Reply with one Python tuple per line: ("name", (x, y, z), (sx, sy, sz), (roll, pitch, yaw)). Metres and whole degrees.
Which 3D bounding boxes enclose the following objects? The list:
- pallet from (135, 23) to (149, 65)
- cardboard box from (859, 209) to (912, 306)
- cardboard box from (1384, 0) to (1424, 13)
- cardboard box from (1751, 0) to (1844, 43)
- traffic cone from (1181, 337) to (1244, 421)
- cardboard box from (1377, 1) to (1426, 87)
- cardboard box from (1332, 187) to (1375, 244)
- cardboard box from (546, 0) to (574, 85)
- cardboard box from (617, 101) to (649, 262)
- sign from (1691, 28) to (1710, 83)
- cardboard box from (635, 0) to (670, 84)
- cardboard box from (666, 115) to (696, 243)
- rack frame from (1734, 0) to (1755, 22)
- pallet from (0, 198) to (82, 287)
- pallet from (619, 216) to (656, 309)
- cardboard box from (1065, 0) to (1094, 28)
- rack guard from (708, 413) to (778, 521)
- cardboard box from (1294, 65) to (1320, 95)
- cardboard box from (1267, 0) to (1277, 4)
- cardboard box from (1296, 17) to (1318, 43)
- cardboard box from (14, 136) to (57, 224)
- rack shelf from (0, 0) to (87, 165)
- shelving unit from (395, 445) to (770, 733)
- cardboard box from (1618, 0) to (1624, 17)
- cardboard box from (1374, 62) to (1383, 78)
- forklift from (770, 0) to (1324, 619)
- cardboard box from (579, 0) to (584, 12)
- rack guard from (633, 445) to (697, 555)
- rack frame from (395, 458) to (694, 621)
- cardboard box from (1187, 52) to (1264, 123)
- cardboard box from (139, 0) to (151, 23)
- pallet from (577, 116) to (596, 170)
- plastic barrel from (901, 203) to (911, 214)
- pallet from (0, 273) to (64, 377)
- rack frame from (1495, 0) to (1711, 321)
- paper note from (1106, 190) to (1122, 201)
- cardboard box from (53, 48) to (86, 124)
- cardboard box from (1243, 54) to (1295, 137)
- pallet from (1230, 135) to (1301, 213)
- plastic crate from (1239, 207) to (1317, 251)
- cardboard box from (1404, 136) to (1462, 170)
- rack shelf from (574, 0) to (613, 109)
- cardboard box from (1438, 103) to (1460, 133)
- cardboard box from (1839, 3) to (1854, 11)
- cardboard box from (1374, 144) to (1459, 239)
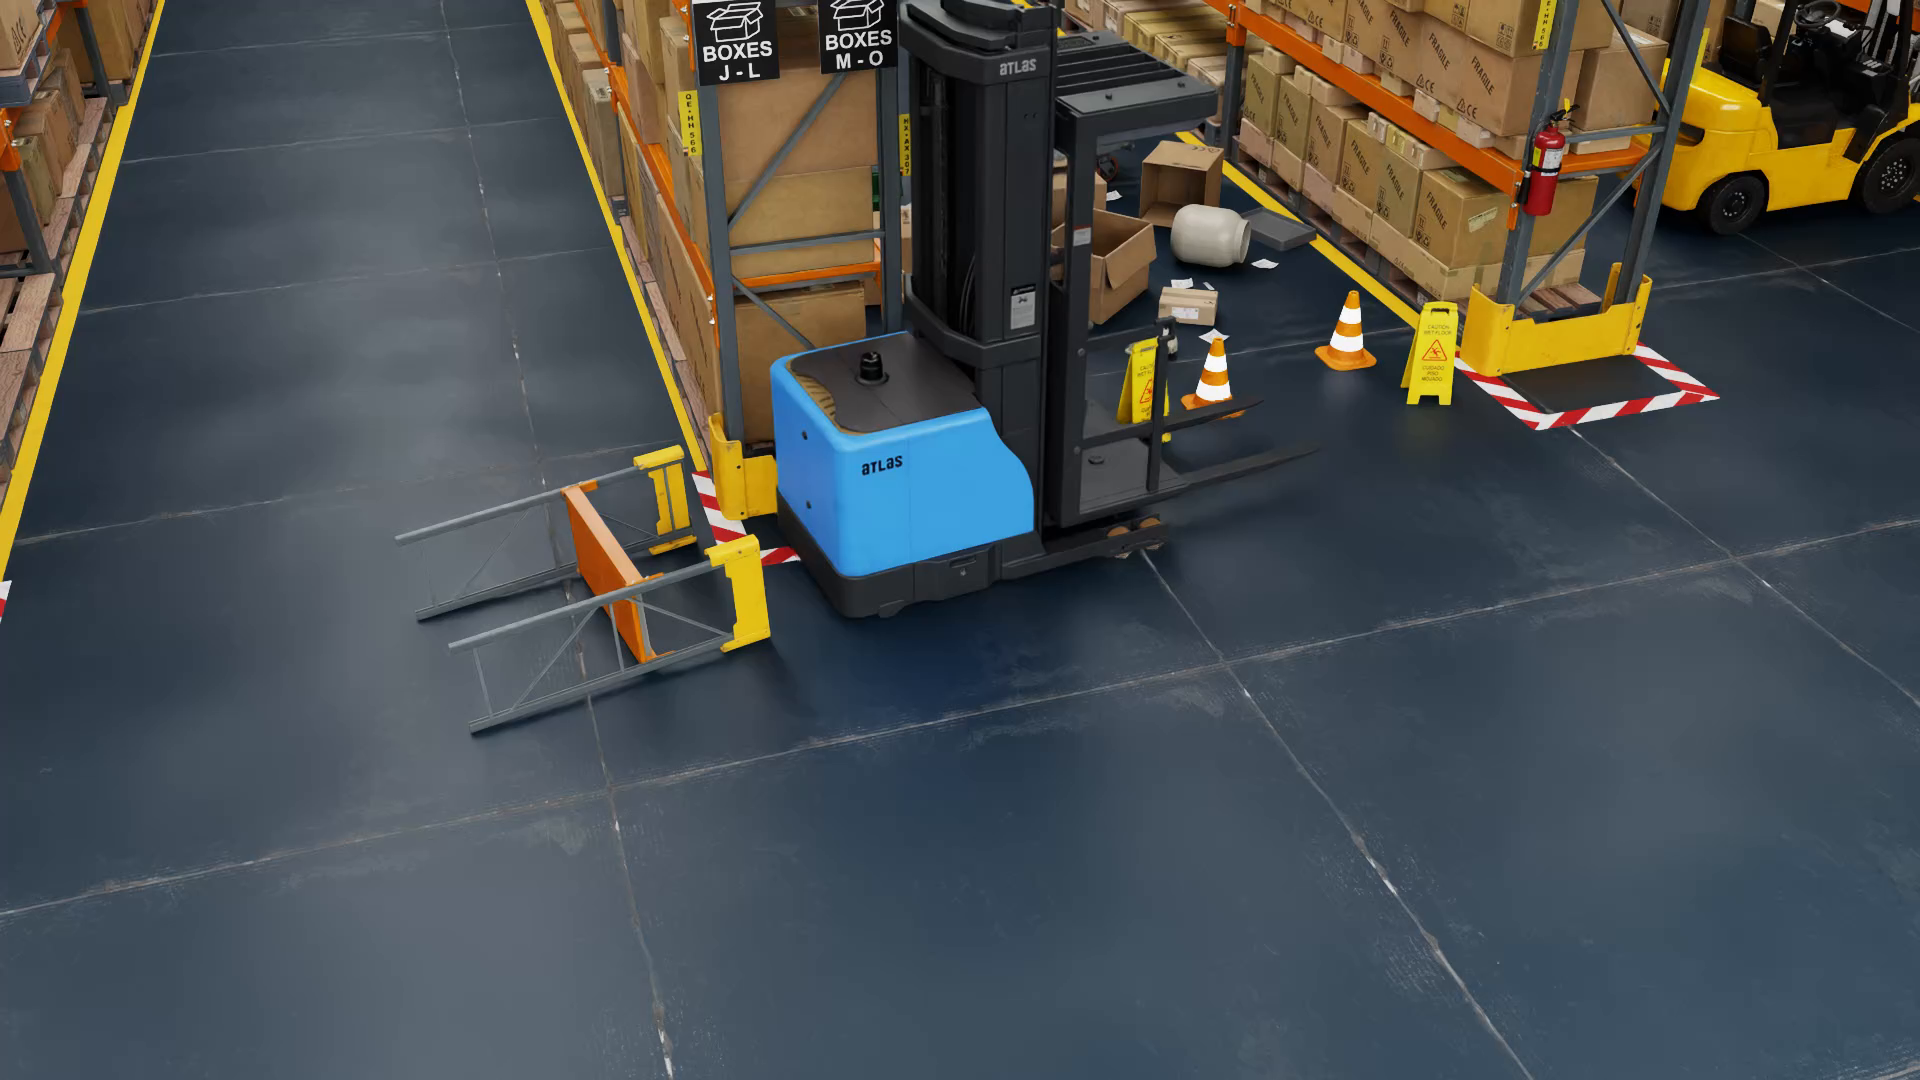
("pallet", (-8.535, -4.873, 16.252), (1.003, 0.211, 1.213), (-10, 35, -15))
("cardboard box", (-0.572, -1.967, 11.590), (0.500, 0.500, 0.500), (-4, 34, -6))
("cardboard box", (3.116, -3.768, 10.784), (0.700, 0.500, 0.500), (-10, 35, -15))
("cardboard box", (7.235, -4.512, 14.382), (0.500, 0.250, 0.500), (-11, 35, -15))
("traffic cone", (1.567, -1.022, 10.196), (0.336, 0.463, 0.334), (-10, 35, -15))
("cardboard box", (3.155, -3.368, 11.085), (0.500, 0.500, 0.500), (-10, 35, -15))
("cardboard box", (3.062, -2.391, 12.080), (0.500, 0.250, 0.500), (-11, 35, -16))
("cardboard box", (-3.143, -4.653, 15.050), (1.050, 0.750, 0.750), (-10, 35, -15))
("cardboard box", (-1.898, -2.598, 11.826), (0.875, 0.875, 0.875), (-9, 35, -14))
("sign", (4.397, -2.889, 9.935), (0.100, 0.325, 0.005), (-10, 35, -15))
("cardboard box", (-1.462, -3.112, 9.942), (0.875, 0.550, 0.500), (-10, 35, -15))
("cardboard box", (-1.148, -2.086, 9.369), (0.875, 0.550, 0.550), (-10, 35, -15))
("rack frame", (7.386, -5.373, 14.480), (1.000, 3.000, 0.127), (-10, 35, -15))
("pallet", (-7.016, -2.115, 12.079), (1.003, 0.211, 1.213), (-10, 35, -15))
("pallet", (-1.865, -2.075, 12.018), (1.003, 0.211, 1.213), (-10, 35, -15))
("cardboard box", (1.603, -5.417, 16.549), (0.950, 0.372, 0.625), (-12, 35, -18))
("rack guard", (-0.795, -0.495, 9.366), (1.175, 0.500, 0.348), (-10, 35, -15))
("cardboard box", (2.723, -3.448, 12.411), (0.380, 0.149, 0.250), (-9, 34, -13))
("cardboard box", (2.529, -4.424, 12.684), (0.500, 0.500, 0.500), (-10, 35, -15))
("cardboard box", (2.730, -3.818, 12.355), (0.380, 0.149, 0.250), (-9, 35, -13))
("cardboard box", (-7.072, -2.590, 12.137), (0.700, 0.500, 0.500), (-10, 35, -15))
("rack shelf", (-7.387, -3.620, 12.479), (1.077, 0.370, 4.000), (-10, 35, -15))
("shelving unit", (-1.871, 0.212, 8.238), (1.500, 0.587, 1.083), (-19, 37, -23))
("cardboard box", (6.756, -5.633, 16.646), (0.875, 0.625, 0.625), (-11, 35, -17))
("cardboard box", (3.115, -3.298, 11.567), (0.380, 0.149, 0.250), (-10, 35, -15))
("forklift", (0.566, -1.373, 8.489), (3.031, 2.935, 1.130), (-15, 36, -21))
("cardboard box", (-2.745, -4.452, 12.996), (0.500, 0.500, 0.500), (-10, 35, -14))
("rack guard", (-1.566, -0.209, 8.845), (0.250, 0.587, 0.087), (-19, 37, -23))
("rack frame", (-2.113, -0.025, 8.605), (1.500, 0.500, 0.032), (-19, 37, -23))
("cardboard box", (2.498, -3.890, 14.239), (0.950, 0.372, 0.625), (-10, 35, -14))
("cardboard box", (-8.730, -5.557, 16.305), (1.225, 0.875, 0.875), (-11, 35, -16))
("pallet", (-2.706, -3.522, 14.208), (1.003, 0.211, 1.213), (-10, 35, -15))
("plastic barrel", (-0.216, -2.238, 12.073), (0.512, 0.421, 0.421), (13, 36, 18))
("pallet", (-6.539, -1.360, 10.936), (1.003, 0.211, 1.213), (-10, 35, -15))
("rack frame", (3.881, -2.436, 10.036), (1.000, 3.000, 0.127), (-10, 35, -15))
("paper note", (1.197, -2.733, 13.177), (0.148, 0.019, 0.142), (-10, 35, -15))
("cardboard box", (-7.774, -3.762, 13.911), (0.700, 0.500, 0.500), (-12, 35, -17))
("cardboard box", (2.583, -3.522, 13.112), (0.500, 0.500, 0.500), (-8, 34, -12))
("pallet", (2.899, -3.026, 13.458), (1.003, 0.211, 1.213), (-10, 35, -15))
("plastic crate", (2.358, -2.356, 12.563), (0.402, 0.080, 0.583), (-23, 40, -31))
("cardboard box", (3.212, -2.606, 11.137), (0.380, 0.149, 0.250), (-9, 35, -13))
("rack shelf", (-2.633, -4.401, 13.661), (1.077, 0.370, 4.000), (-10, 35, -15))
("cardboard box", (3.322, -2.744, 10.730), (0.380, 0.149, 0.250), (-11, 35, -16))
("cardboard box", (7.721, -4.592, 14.505), (0.500, 0.250, 0.500), (-9, 35, -14))
("cardboard box", (3.225, -2.427, 11.455), (0.500, 0.500, 0.500), (-9, 34, -13))
